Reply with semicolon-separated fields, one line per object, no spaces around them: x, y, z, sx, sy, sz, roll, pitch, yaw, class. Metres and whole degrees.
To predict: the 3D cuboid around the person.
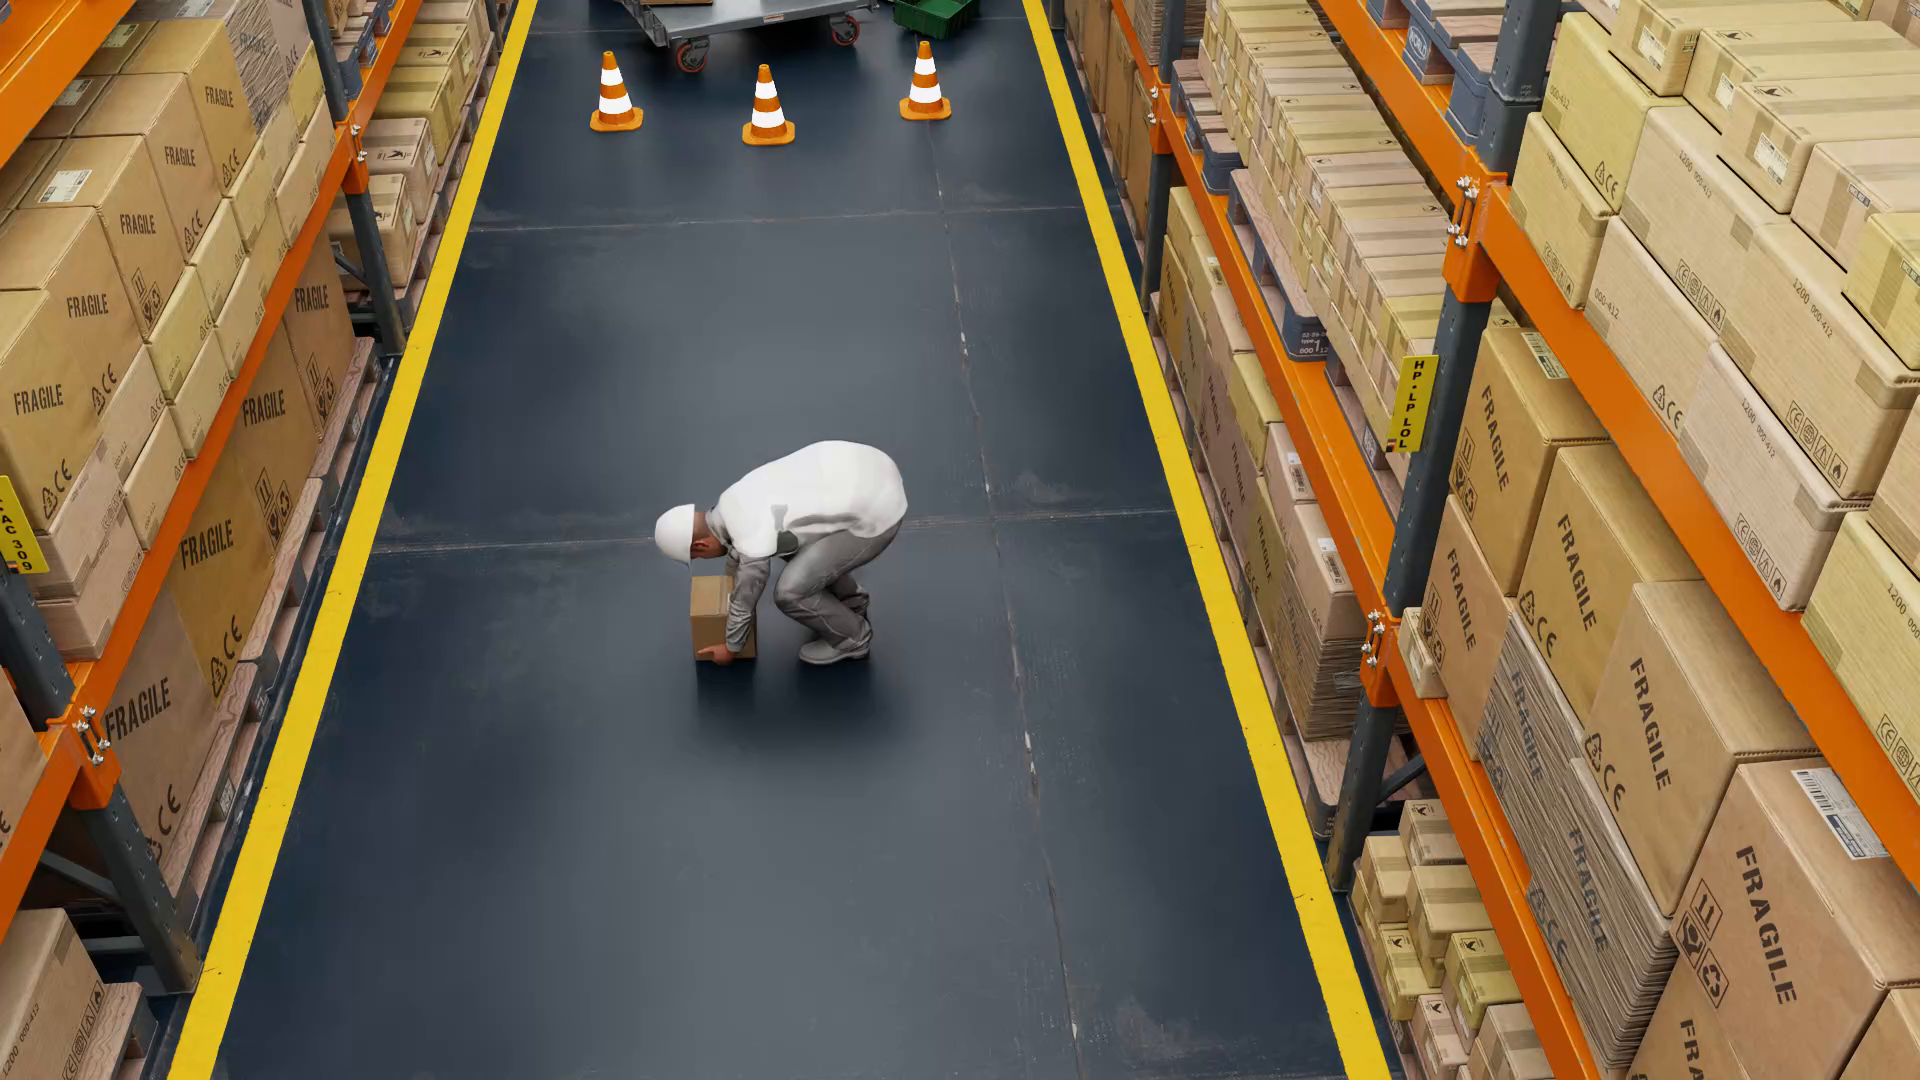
-0.713;0.056;6.743;0.999;0.924;0.518;-5;39;-6;person
